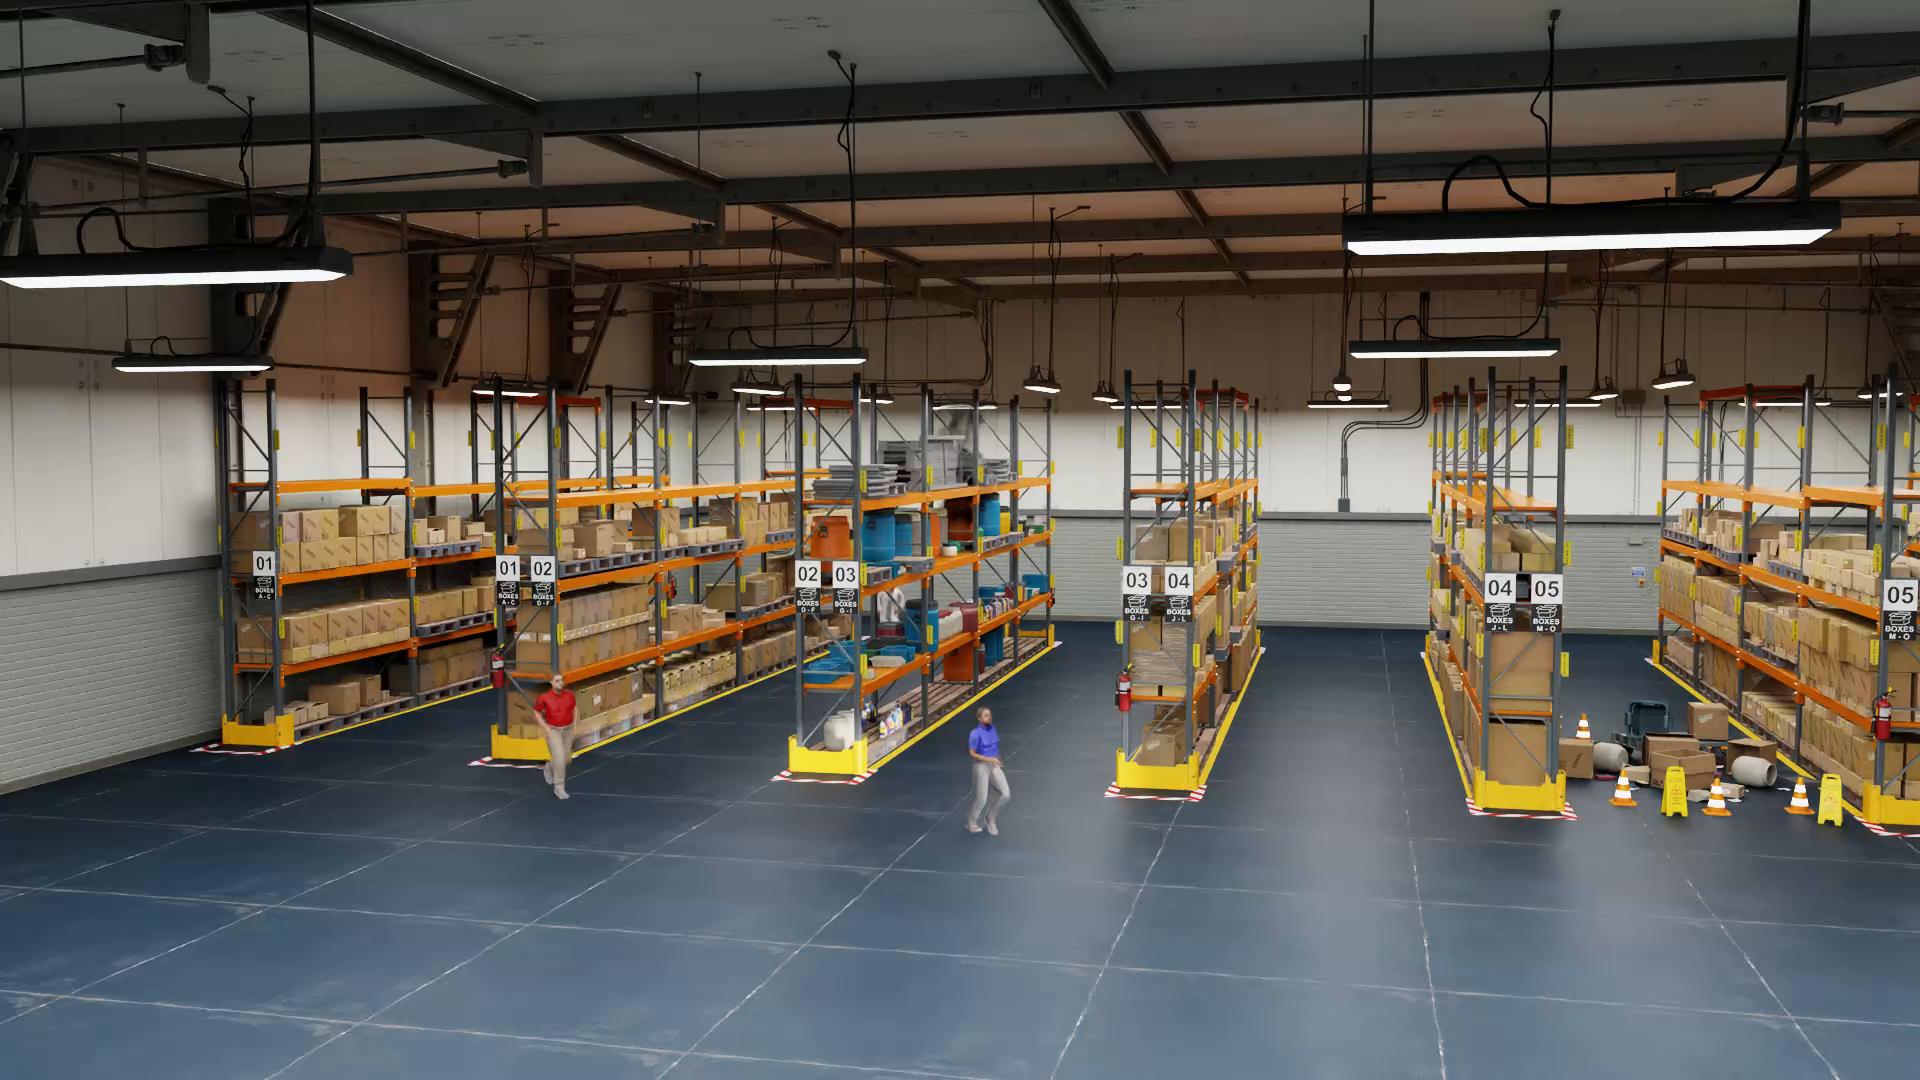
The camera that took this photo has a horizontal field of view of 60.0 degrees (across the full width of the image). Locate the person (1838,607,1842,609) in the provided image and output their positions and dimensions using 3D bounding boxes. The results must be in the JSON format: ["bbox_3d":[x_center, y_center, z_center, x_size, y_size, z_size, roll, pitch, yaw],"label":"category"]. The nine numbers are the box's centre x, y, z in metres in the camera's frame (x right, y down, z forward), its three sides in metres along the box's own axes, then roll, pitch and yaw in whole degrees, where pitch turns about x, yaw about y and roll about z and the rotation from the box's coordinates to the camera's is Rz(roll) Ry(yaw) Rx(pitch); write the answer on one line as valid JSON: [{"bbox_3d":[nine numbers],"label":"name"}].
[{"bbox_3d":[17.499,2.149,33.250,0.575,1.652,0.927,0,3,4],"label":"person"}]

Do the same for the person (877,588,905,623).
[{"bbox_3d":[-1.661,1.785,39.510,0.709,1.745,0.801,0,3,2],"label":"person"}]

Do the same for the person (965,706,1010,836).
[{"bbox_3d":[0.346,2.928,21.036,0.576,1.653,0.639,-3,5,-41],"label":"person"}]

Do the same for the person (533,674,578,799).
[{"bbox_3d":[-5.716,2.747,23.512,0.649,1.751,0.807,-3,5,-43],"label":"person"}]
